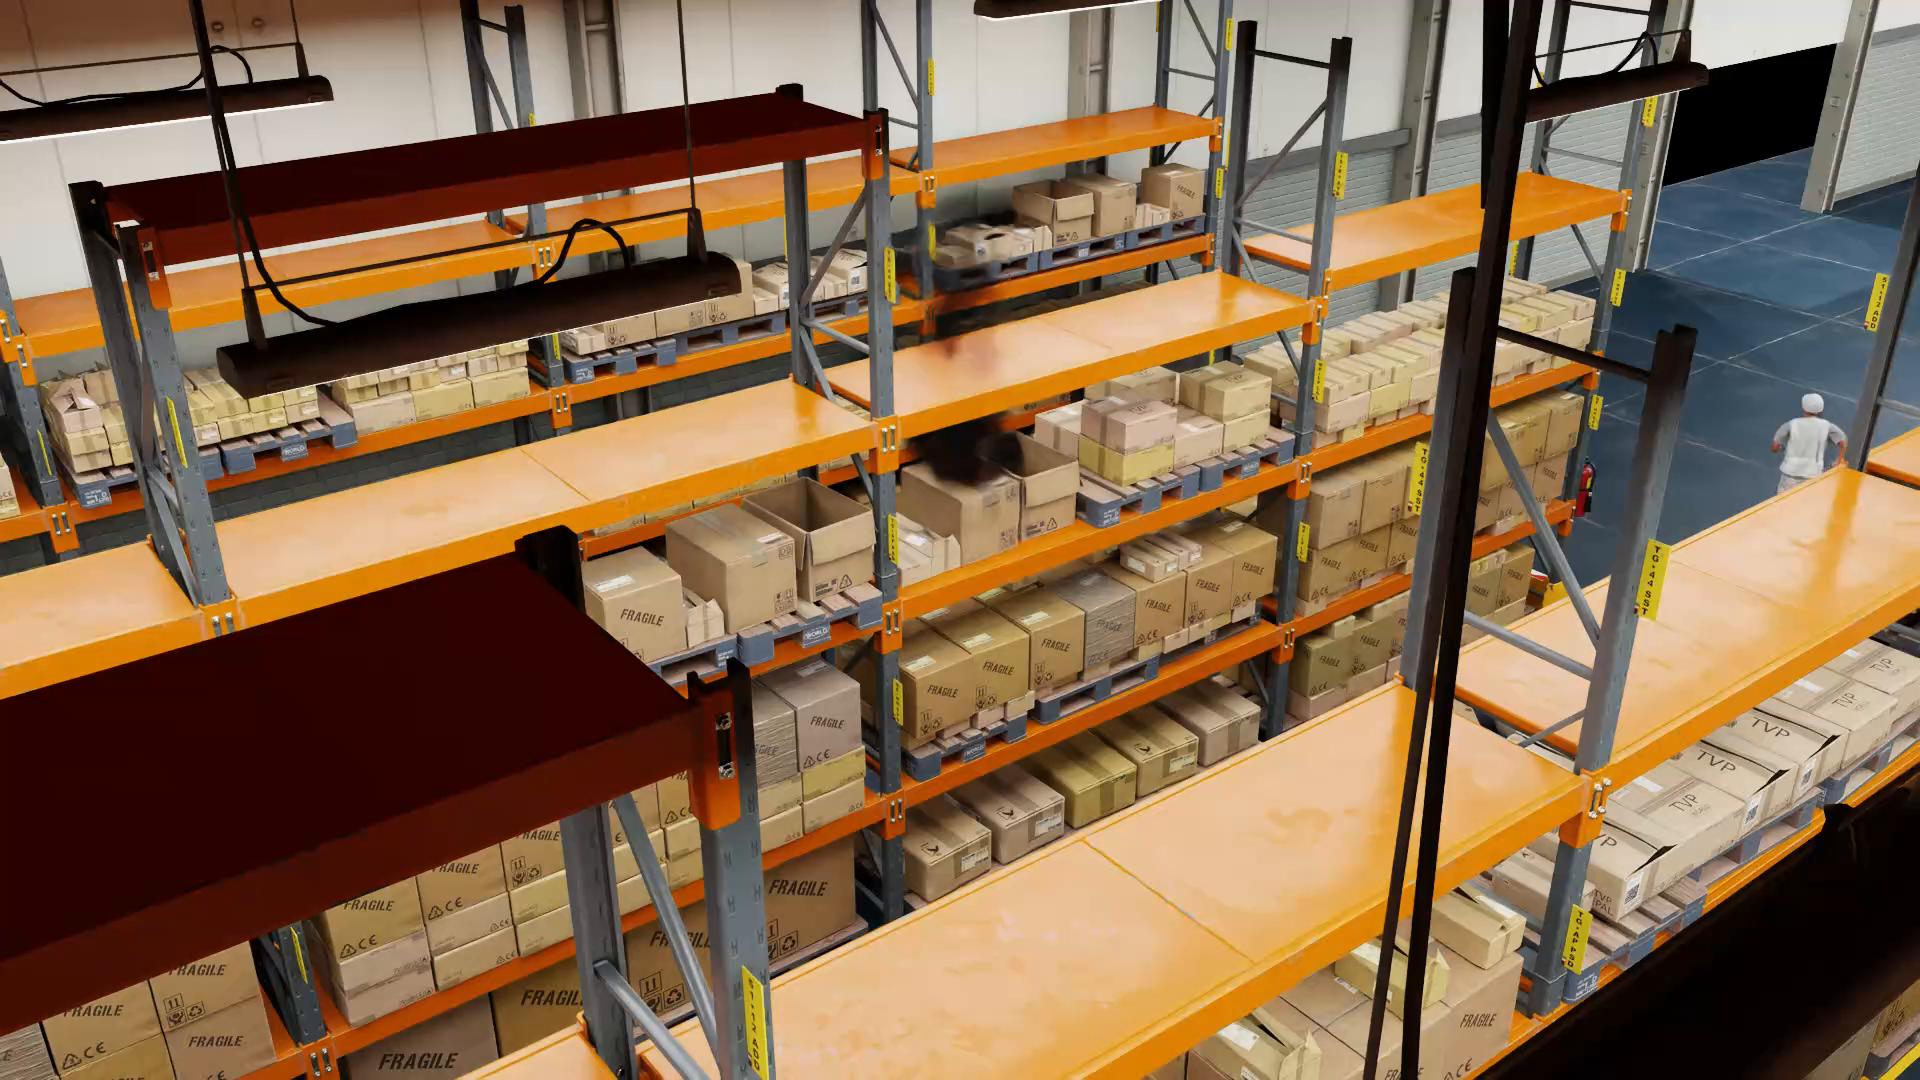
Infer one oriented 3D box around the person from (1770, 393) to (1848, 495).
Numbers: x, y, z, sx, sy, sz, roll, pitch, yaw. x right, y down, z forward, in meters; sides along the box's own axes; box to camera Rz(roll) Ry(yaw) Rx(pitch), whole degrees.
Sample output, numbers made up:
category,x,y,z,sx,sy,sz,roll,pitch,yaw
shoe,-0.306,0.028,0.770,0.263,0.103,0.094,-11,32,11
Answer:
category,x,y,z,sx,sy,sz,roll,pitch,yaw
person,8.895,-0.724,17.577,0.707,1.740,0.800,5,27,10
